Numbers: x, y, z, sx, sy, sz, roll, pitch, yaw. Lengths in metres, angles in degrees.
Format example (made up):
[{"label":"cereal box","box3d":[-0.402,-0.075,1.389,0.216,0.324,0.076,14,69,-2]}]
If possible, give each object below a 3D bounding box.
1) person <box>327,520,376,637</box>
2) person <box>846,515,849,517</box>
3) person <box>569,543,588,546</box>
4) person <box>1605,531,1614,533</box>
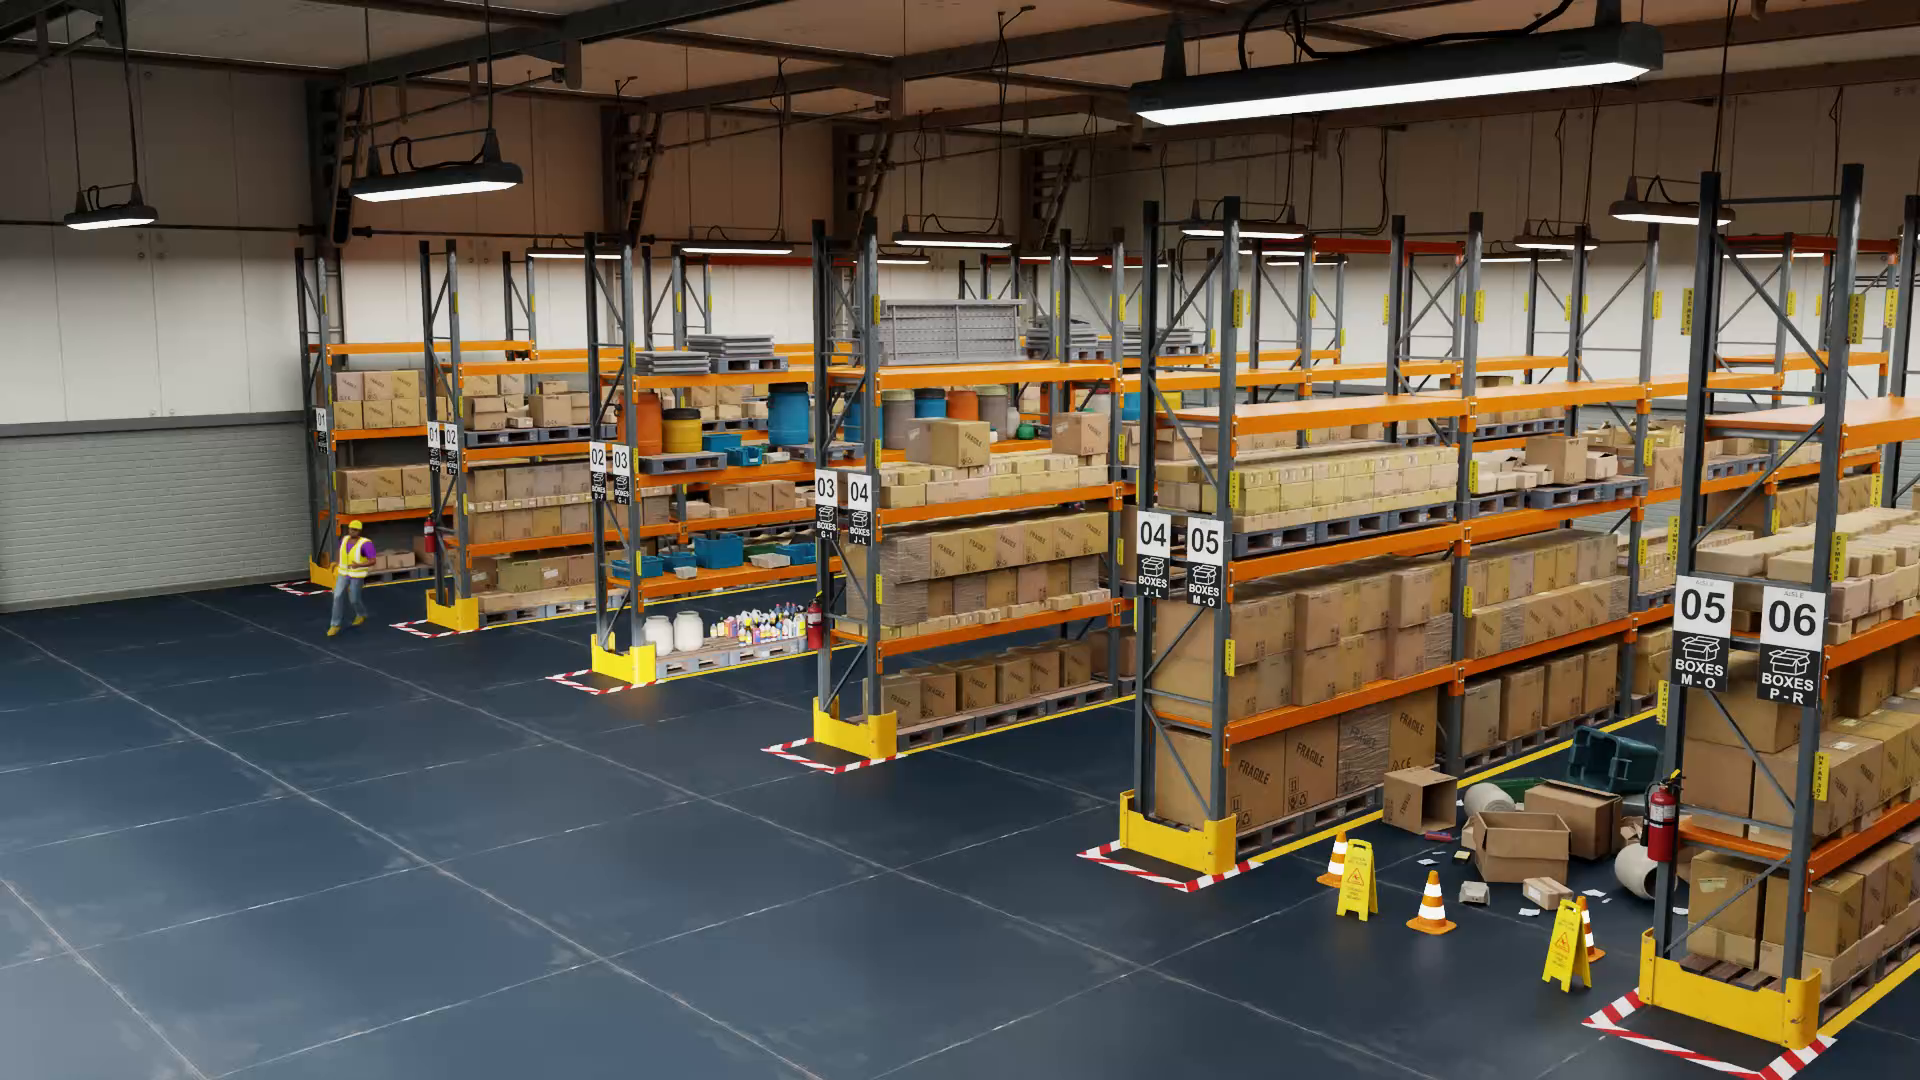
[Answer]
[{"label":"person","box3d":[-9.343,0.548,25.616,0.746,1.739,0.943,1,8,8]},{"label":"person","box3d":[-2.199,-0.766,34.932,0.566,1.629,0.550,5,10,29]},{"label":"person","box3d":[-6.857,-0.125,30.245,0.722,1.746,0.628,6,11,37]},{"label":"person","box3d":[9.398,0.746,24.205,0.969,1.768,0.707,-7,11,-41]}]
